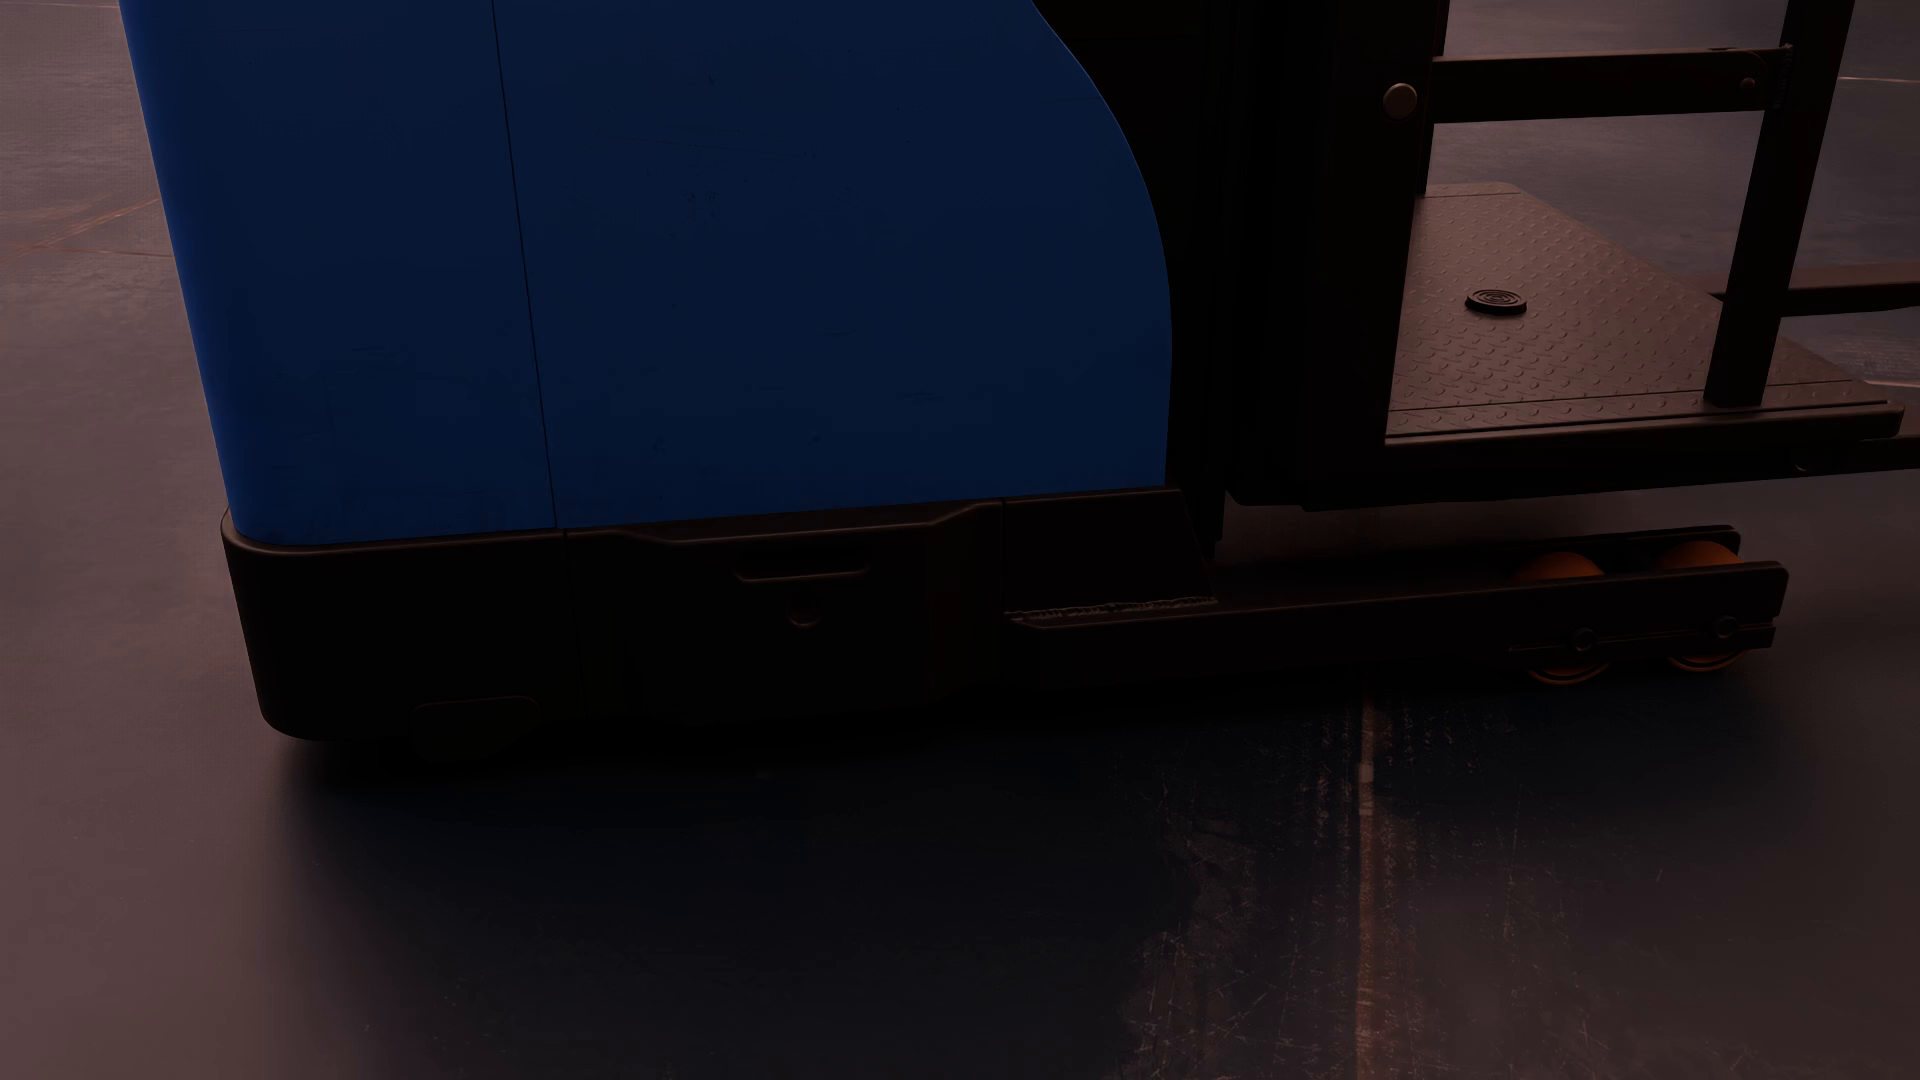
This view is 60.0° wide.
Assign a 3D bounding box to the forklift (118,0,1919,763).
[{"bbox_3d":[0.600,-1.354,1.930,3.031,2.935,1.130,-4,27,-9],"label":"forklift"}]
